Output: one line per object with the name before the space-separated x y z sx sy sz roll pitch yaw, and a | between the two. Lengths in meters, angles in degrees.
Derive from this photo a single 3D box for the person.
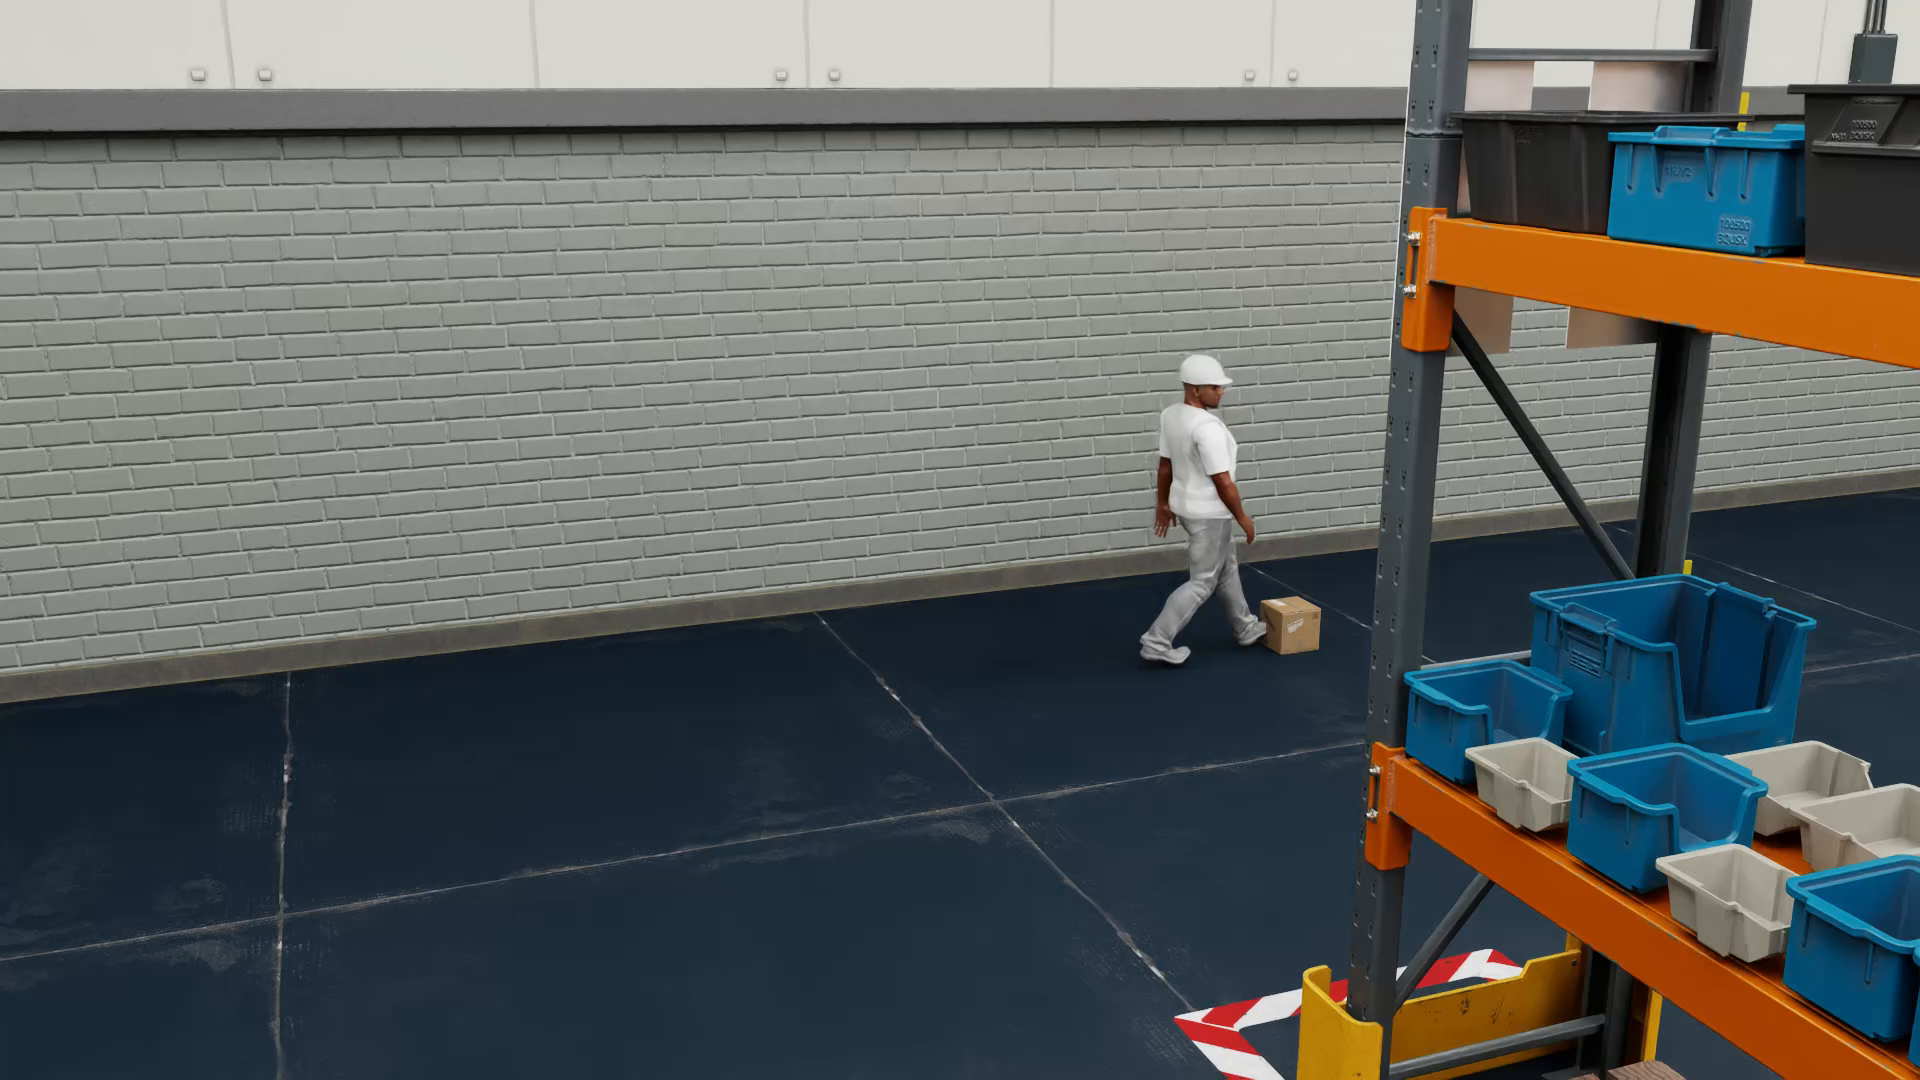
person | 1.438 -0.176 9.161 0.971 1.717 0.596 -4 16 -15
